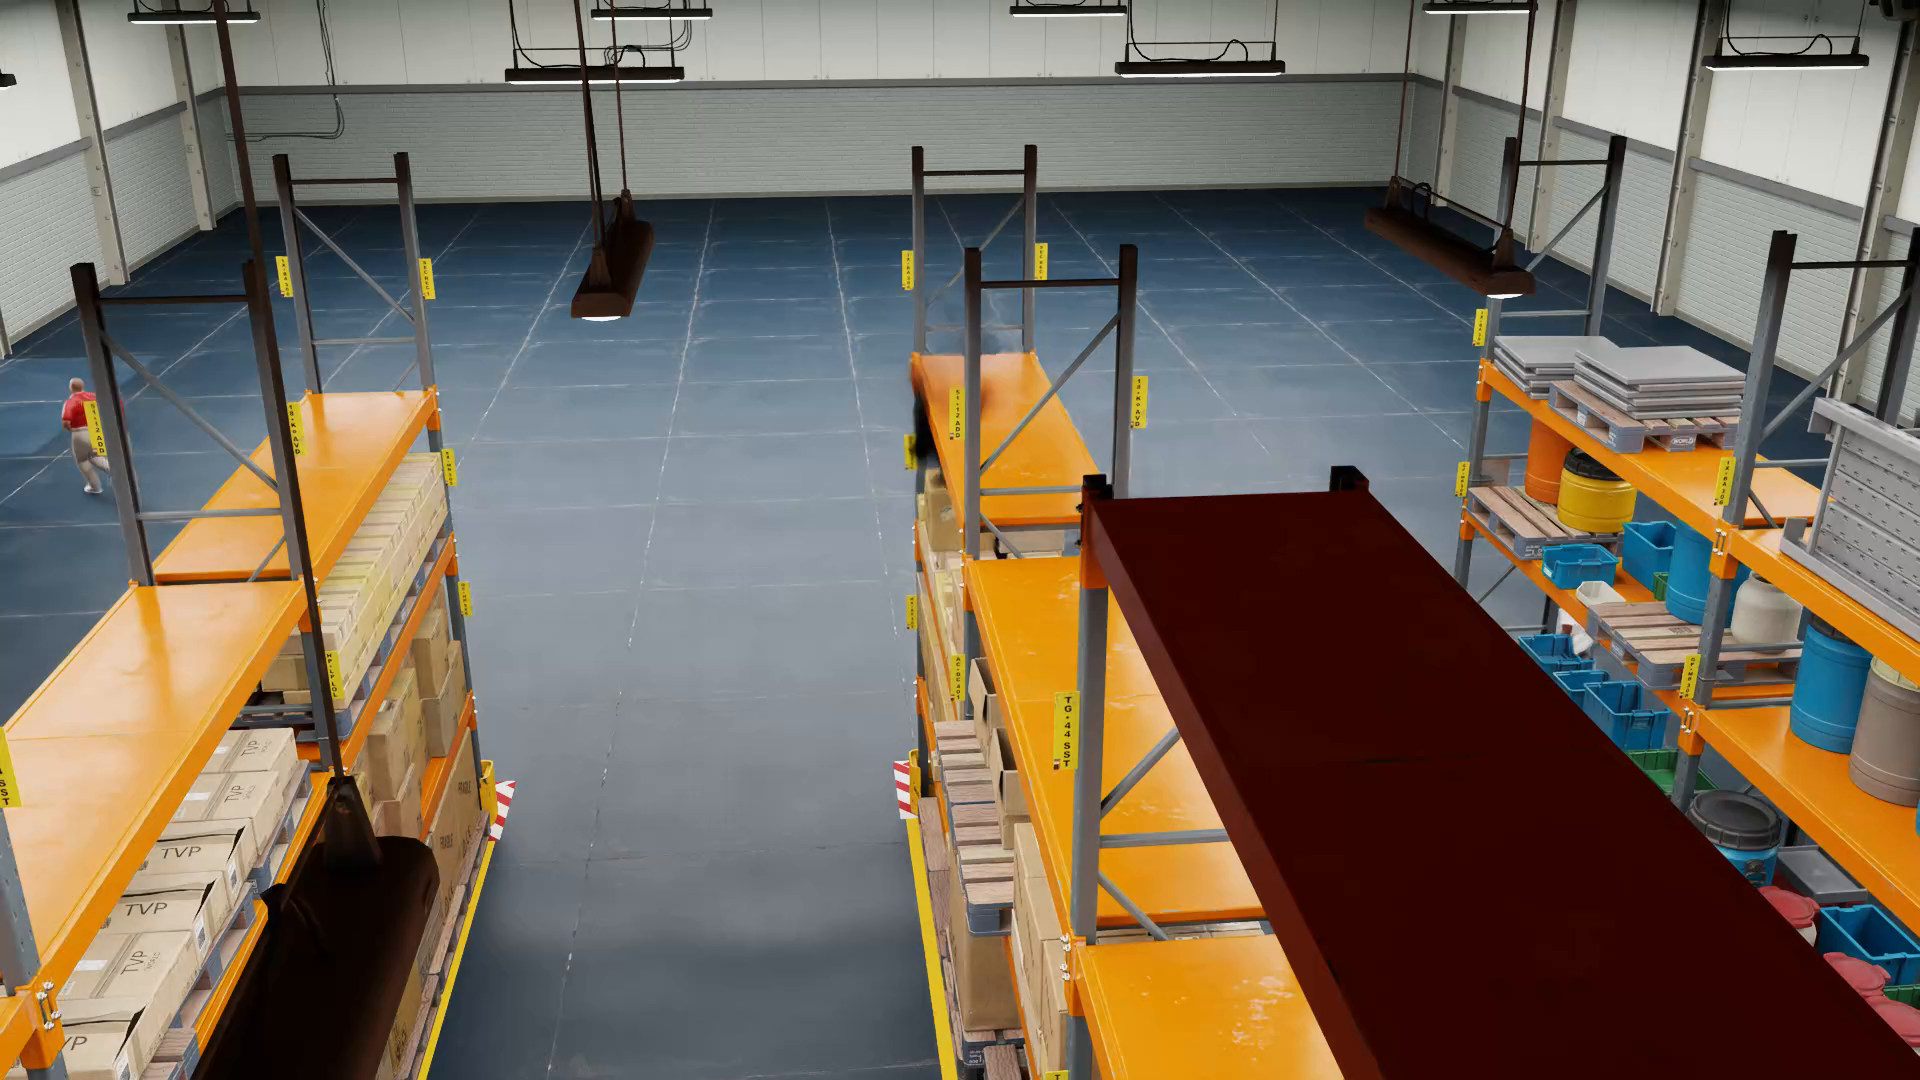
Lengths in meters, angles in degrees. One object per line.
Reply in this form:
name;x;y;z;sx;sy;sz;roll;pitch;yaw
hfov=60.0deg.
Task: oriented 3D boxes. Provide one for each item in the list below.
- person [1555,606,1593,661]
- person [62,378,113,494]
person;6.094;1.039;16.563;0.762;1.692;0.700;-11;24;-26
person;-12.037;-1.430;22.977;0.619;1.676;0.679;12;25;28
